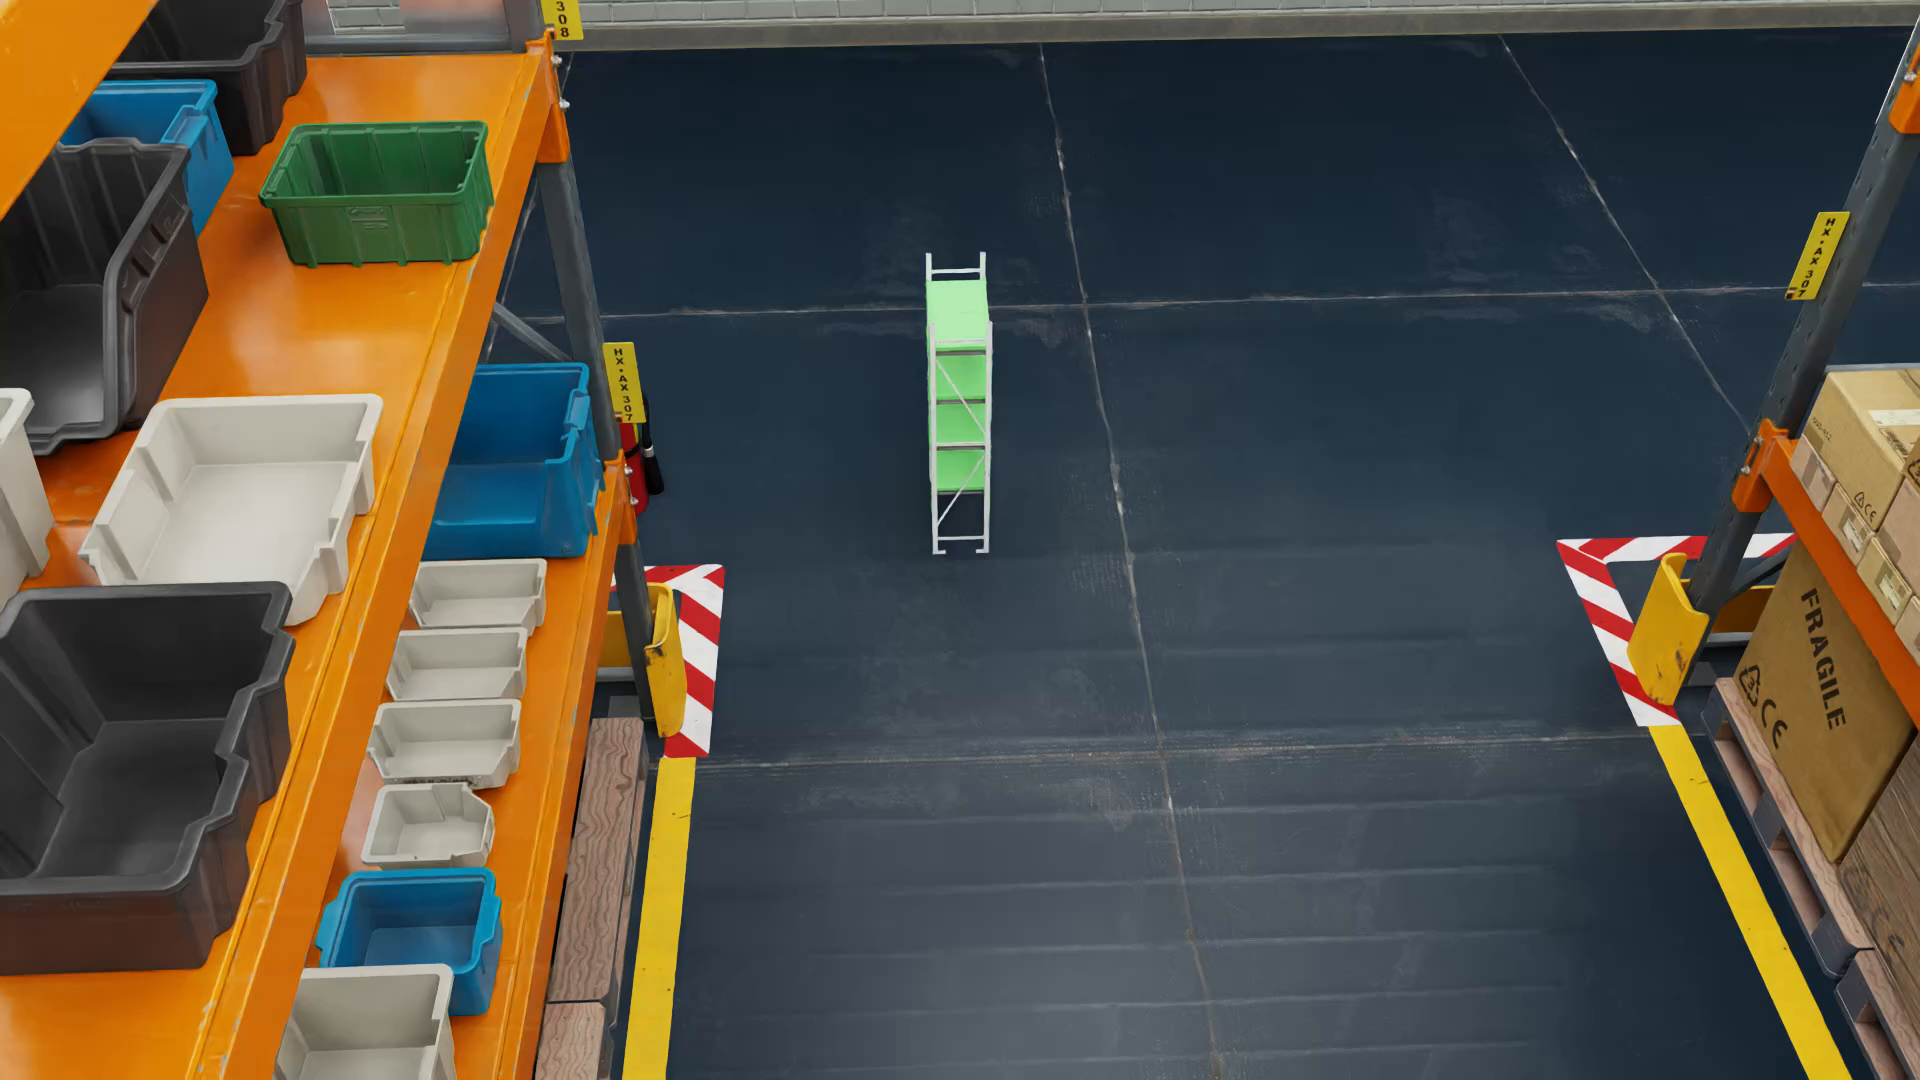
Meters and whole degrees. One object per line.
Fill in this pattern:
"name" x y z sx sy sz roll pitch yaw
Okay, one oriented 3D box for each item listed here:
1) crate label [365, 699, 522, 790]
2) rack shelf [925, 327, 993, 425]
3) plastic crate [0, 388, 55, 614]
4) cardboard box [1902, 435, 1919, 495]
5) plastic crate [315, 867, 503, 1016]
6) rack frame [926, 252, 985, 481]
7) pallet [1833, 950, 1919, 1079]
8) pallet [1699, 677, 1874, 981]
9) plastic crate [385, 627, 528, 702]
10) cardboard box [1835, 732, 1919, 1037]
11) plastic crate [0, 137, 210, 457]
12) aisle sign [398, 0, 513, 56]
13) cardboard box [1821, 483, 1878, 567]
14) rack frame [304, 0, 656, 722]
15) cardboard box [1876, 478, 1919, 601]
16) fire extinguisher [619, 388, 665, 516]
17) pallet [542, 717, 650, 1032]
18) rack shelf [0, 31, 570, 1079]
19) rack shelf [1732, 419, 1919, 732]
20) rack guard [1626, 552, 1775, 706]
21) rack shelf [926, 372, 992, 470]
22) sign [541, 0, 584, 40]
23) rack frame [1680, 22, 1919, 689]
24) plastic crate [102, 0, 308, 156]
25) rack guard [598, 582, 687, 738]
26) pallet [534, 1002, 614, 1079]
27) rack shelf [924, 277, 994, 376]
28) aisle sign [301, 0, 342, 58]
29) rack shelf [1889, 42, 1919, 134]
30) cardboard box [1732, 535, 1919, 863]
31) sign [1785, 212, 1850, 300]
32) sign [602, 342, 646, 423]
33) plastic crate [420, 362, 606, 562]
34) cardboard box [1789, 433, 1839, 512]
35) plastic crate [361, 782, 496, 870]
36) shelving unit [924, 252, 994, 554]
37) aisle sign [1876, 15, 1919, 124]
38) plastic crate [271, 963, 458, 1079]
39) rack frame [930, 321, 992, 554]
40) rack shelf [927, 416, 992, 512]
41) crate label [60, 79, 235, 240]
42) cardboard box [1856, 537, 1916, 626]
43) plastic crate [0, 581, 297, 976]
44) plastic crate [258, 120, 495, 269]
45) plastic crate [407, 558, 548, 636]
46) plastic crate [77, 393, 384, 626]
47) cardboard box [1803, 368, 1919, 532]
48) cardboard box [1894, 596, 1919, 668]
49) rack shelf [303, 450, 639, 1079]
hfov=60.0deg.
"crate label" -1.403 0.576 4.553 0.396 0.136 0.243 -2 43 -2
"rack shelf" -0.007 -0.684 6.847 0.258 0.148 0.480 -2 43 -2
"plastic crate" -1.867 0.015 2.882 0.437 0.282 0.530 -2 43 -2
"cardboard box" 3.067 -0.232 4.619 0.500 0.500 0.500 -3 43 -3
"plastic crate" -1.310 0.991 4.029 0.416 0.233 0.300 -2 43 -2
"rack frame" -0.017 -0.719 7.146 0.240 1.200 0.015 -2 43 -2
"pallet" 3.456 1.817 5.112 1.003 0.211 1.213 -2 43 -2
"pallet" 3.408 0.995 6.008 1.003 0.211 1.213 -2 43 -2
"plastic crate" -1.440 0.388 4.757 0.396 0.136 0.243 -2 43 -2
"cardboard box" 3.441 1.102 5.089 0.875 0.875 0.875 -2 43 -2
"plastic crate" -1.863 -0.472 3.371 0.504 0.338 0.767 -2 43 -2
"aisle sign" -1.363 -1.443 4.681 0.394 0.787 0.004 -2 43 -2
"cardboard box" 2.993 -0.055 5.276 0.380 0.149 0.250 -2 43 -2
"rack frame" -1.653 -0.428 5.497 1.000 3.000 0.127 -2 43 -2
"cardboard box" 3.075 0.058 4.858 0.500 0.250 0.500 -2 43 -2
"fire extinguisher" -1.205 -0.377 5.775 0.296 0.674 0.183 -2 43 -2
"pallet" -1.657 1.158 5.831 1.003 0.211 1.213 -2 43 -2
"rack shelf" -1.568 0.082 3.254 1.077 0.370 4.000 -2 43 -2
"rack shelf" 3.380 1.045 4.422 1.077 0.370 4.000 -2 43 -2
"rack guard" 3.294 0.335 6.514 1.175 0.500 0.348 -2 43 -2
"rack shelf" -0.007 -0.507 7.010 0.258 0.148 0.480 -2 43 -2
"sign" -1.104 -1.522 4.548 0.100 0.325 0.005 -2 43 -2
"rack frame" 3.296 -0.570 5.652 1.000 3.000 0.127 -2 43 -2
"plastic crate" -1.915 -1.218 4.235 0.497 0.269 0.590 -2 43 -2
"rack guard" -1.667 0.478 6.359 1.175 0.500 0.348 -2 43 -2
"pallet" -1.608 1.979 4.934 1.003 0.211 1.213 -2 43 -2
"rack shelf" -0.007 -0.861 6.685 0.258 0.148 0.480 -2 43 -2
"aisle sign" -1.953 -1.426 4.662 0.394 0.787 0.004 -2 43 -2
"rack shelf" 3.380 -0.061 3.409 1.077 0.370 4.000 -2 43 -2
"cardboard box" 3.403 0.488 5.759 0.875 0.875 0.875 -2 43 -2
"sign" 2.741 -0.907 5.320 0.100 0.325 0.005 -2 43 -2
"sign" -1.104 -0.515 5.471 0.100 0.325 0.005 -2 43 -2
"plastic crate" -1.452 -0.242 5.224 0.616 0.435 0.499 -2 43 -2
"cardboard box" 2.981 -0.228 5.465 0.380 0.149 0.250 -1 43 -1
"plastic crate" -1.372 0.775 4.335 0.298 0.136 0.250 -2 43 -2
"shelving unit" -0.007 -0.554 6.966 0.258 1.200 0.503 -2 43 -2
"aisle sign" 2.993 -1.568 4.817 0.394 0.787 0.004 -2 43 -2
"plastic crate" -1.364 1.258 3.701 0.437 0.282 0.530 -2 43 -2
"rack frame" 0.003 -0.389 6.787 0.240 1.200 0.015 -2 43 -2
"rack shelf" -0.007 -0.330 7.172 0.258 0.148 0.480 -2 43 -2
"crate label" -1.937 -0.847 3.844 0.408 0.251 0.502 -2 43 -2
"cardboard box" 3.004 0.118 5.088 0.380 0.149 0.250 -3 43 -3
"plastic crate" -1.262 0.368 2.505 0.497 0.269 0.590 -2 43 -2
"plastic crate" -1.326 -0.798 3.838 0.450 0.188 0.336 -2 43 -2
"plastic crate" -1.437 0.192 4.971 0.396 0.136 0.243 -2 43 -2
"plastic crate" -1.317 -0.049 3.058 0.437 0.136 0.530 -2 43 -2
"cardboard box" 3.046 -0.293 5.240 0.500 0.250 0.500 -3 43 -3
"cardboard box" 3.017 0.294 4.896 0.380 0.149 0.250 -2 43 -2
"rack shelf" -1.568 1.187 4.267 1.077 0.370 4.000 -2 43 -2
